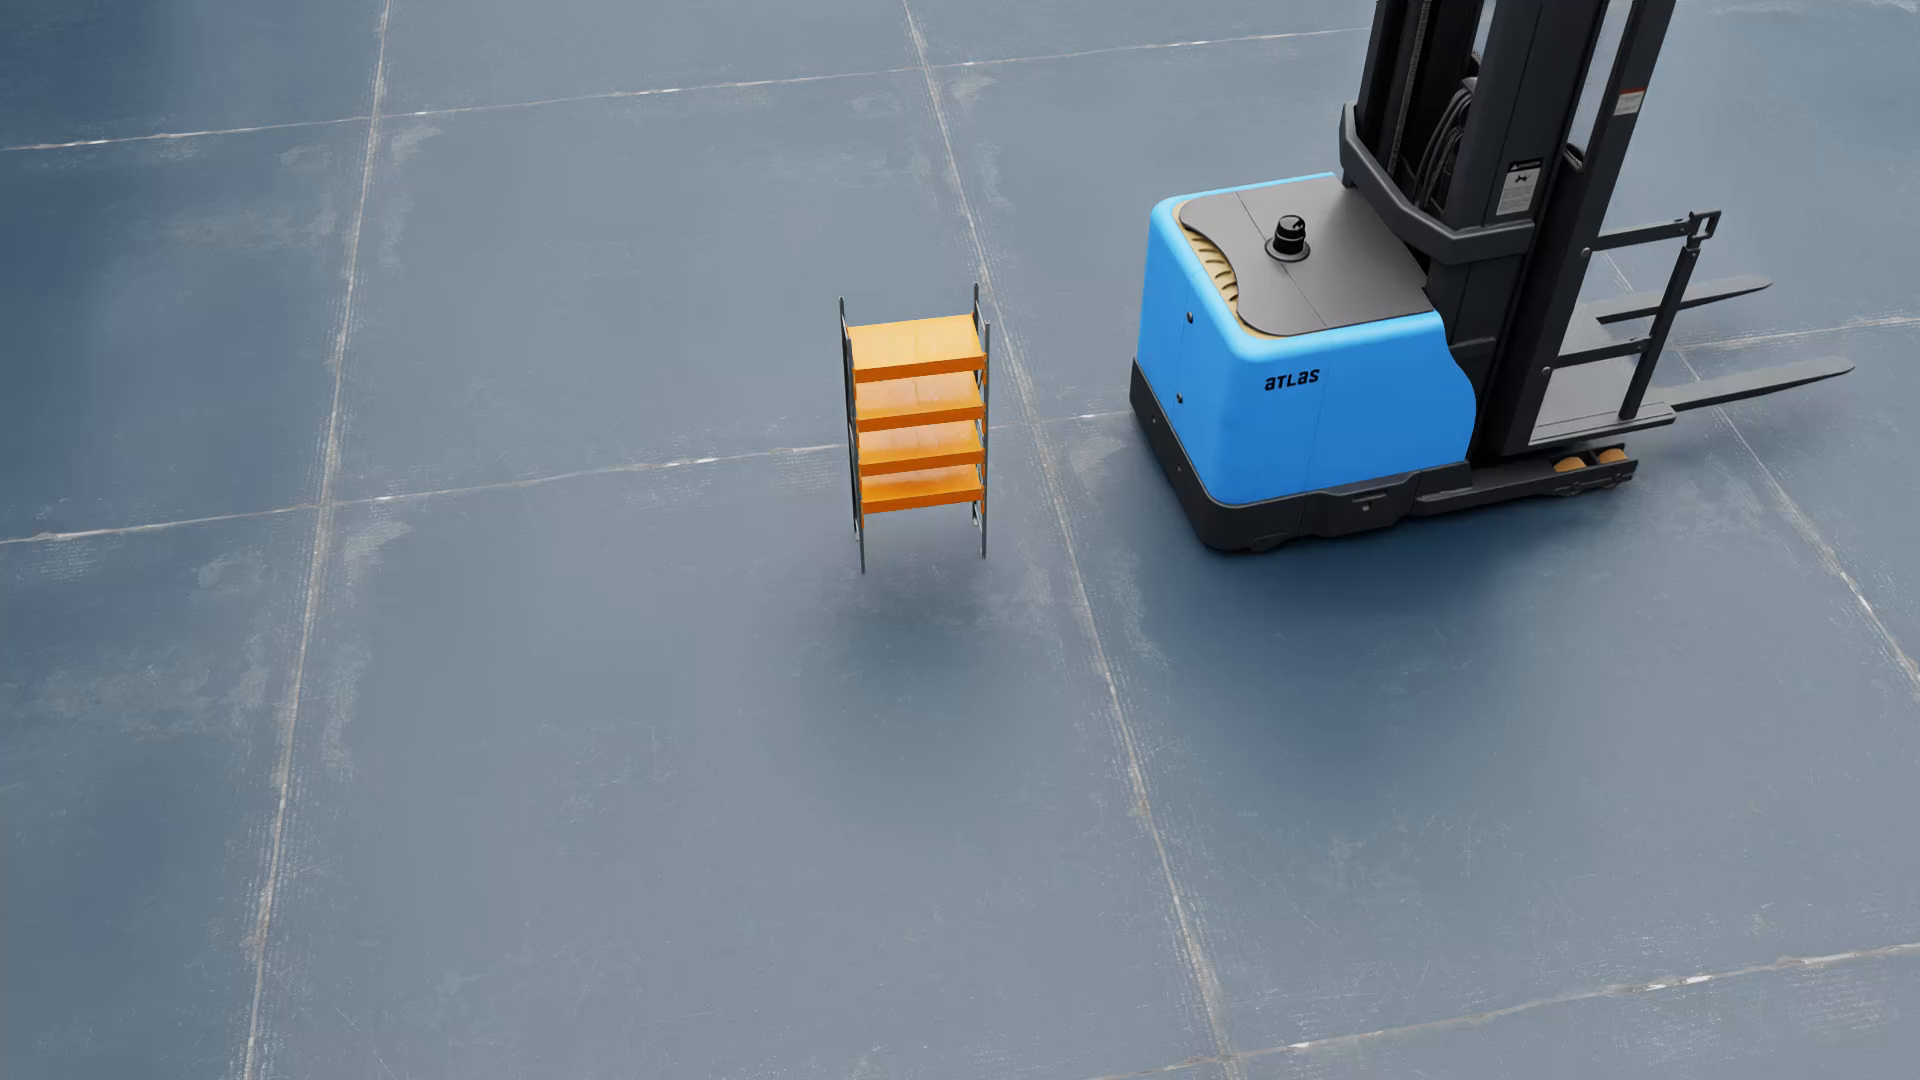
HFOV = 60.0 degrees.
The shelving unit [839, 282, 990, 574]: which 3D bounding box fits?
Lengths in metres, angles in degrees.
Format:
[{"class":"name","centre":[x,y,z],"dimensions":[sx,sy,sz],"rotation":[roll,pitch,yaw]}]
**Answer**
[{"class":"shelving unit","centre":[-0.163,-0.396,6.298],"dimensions":[0.503,1.200,0.258],"rotation":[-7,46,-7]}]

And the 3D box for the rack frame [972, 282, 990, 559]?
[{"class":"rack frame","centre":[0.077,-0.426,6.327],"dimensions":[0.015,1.200,0.240],"rotation":[-7,46,-7]}]

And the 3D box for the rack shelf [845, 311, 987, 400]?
[{"class":"rack shelf","centre":[-0.163,-0.669,6.015],"dimensions":[0.480,0.148,0.258],"rotation":[-7,46,-7]}]

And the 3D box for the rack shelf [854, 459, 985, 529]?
[{"class":"rack shelf","centre":[-0.163,-0.212,6.490],"dimensions":[0.480,0.148,0.258],"rotation":[-7,46,-7]}]

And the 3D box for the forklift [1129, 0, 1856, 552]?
[{"class":"forklift","centre":[2.312,-1.557,6.215],"dimensions":[3.031,2.935,1.130],"rotation":[-11,47,-10]}]

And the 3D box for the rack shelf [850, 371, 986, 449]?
[{"class":"rack shelf","centre":[-0.163,-0.504,6.186],"dimensions":[0.480,0.148,0.258],"rotation":[-7,46,-7]}]

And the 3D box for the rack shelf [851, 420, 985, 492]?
[{"class":"rack shelf","centre":[-0.163,-0.349,6.347],"dimensions":[0.480,0.148,0.258],"rotation":[-7,46,-7]}]

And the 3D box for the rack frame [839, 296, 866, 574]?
[{"class":"rack frame","centre":[-0.404,-0.366,6.269],"dimensions":[0.015,1.200,0.240],"rotation":[-7,46,-7]}]
